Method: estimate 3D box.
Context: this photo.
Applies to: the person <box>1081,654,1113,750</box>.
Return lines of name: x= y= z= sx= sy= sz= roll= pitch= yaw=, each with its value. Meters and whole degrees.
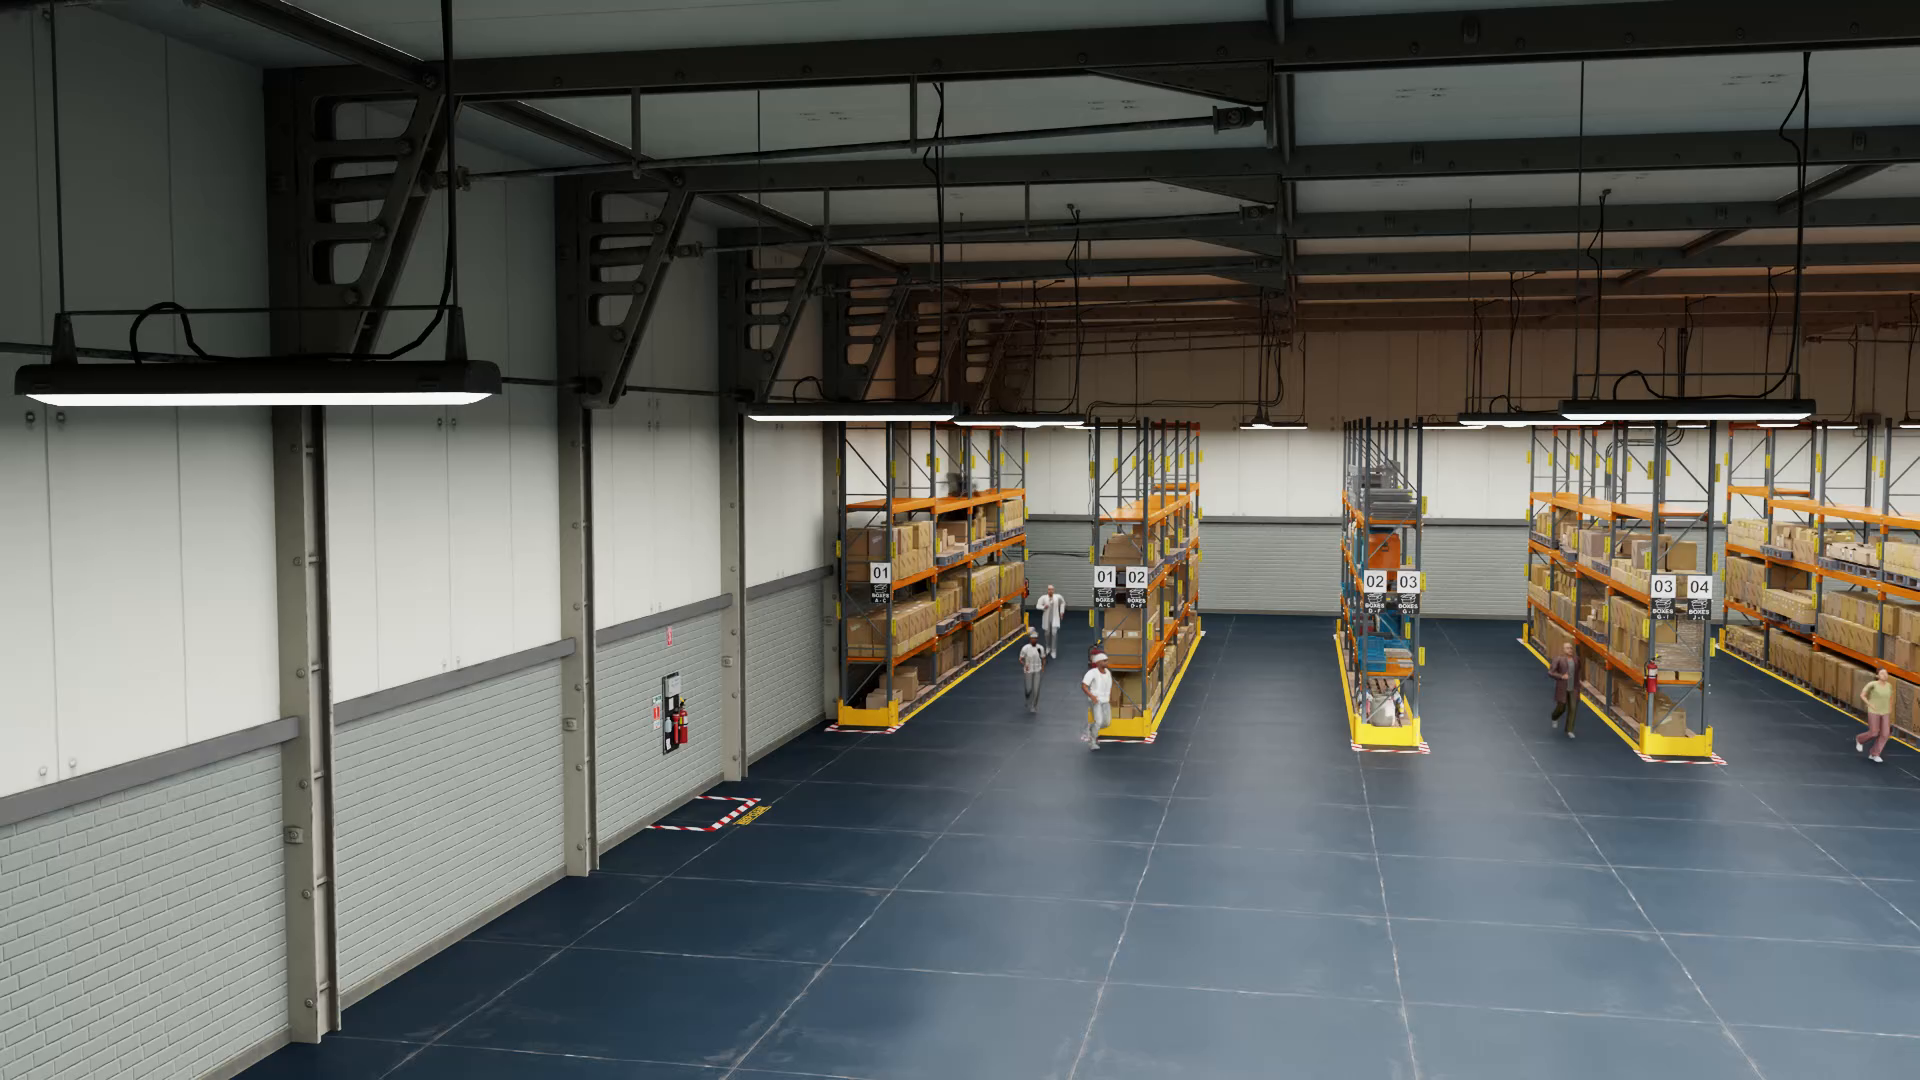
person: x=2.508 y=2.910 z=30.186 sx=0.729 sy=1.706 sz=0.560 roll=-3 pitch=5 yaw=-38

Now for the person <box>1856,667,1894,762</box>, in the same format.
person: x=16.052 y=3.027 z=29.099 sx=0.600 sy=1.630 sz=0.657 roll=0 pitch=4 yaw=-2

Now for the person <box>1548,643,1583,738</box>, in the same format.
person: x=11.407 y=2.802 z=31.307 sx=0.716 sy=1.753 sz=0.901 roll=0 pitch=4 yaw=-1

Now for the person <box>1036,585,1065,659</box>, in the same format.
person: x=2.309 y=2.068 z=42.495 sx=0.705 sy=1.846 sz=0.898 roll=0 pitch=4 yaw=6

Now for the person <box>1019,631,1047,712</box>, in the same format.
person: x=1.501 y=2.685 z=34.062 sx=0.564 sy=1.655 sz=0.548 roll=0 pitch=4 yaw=-6
